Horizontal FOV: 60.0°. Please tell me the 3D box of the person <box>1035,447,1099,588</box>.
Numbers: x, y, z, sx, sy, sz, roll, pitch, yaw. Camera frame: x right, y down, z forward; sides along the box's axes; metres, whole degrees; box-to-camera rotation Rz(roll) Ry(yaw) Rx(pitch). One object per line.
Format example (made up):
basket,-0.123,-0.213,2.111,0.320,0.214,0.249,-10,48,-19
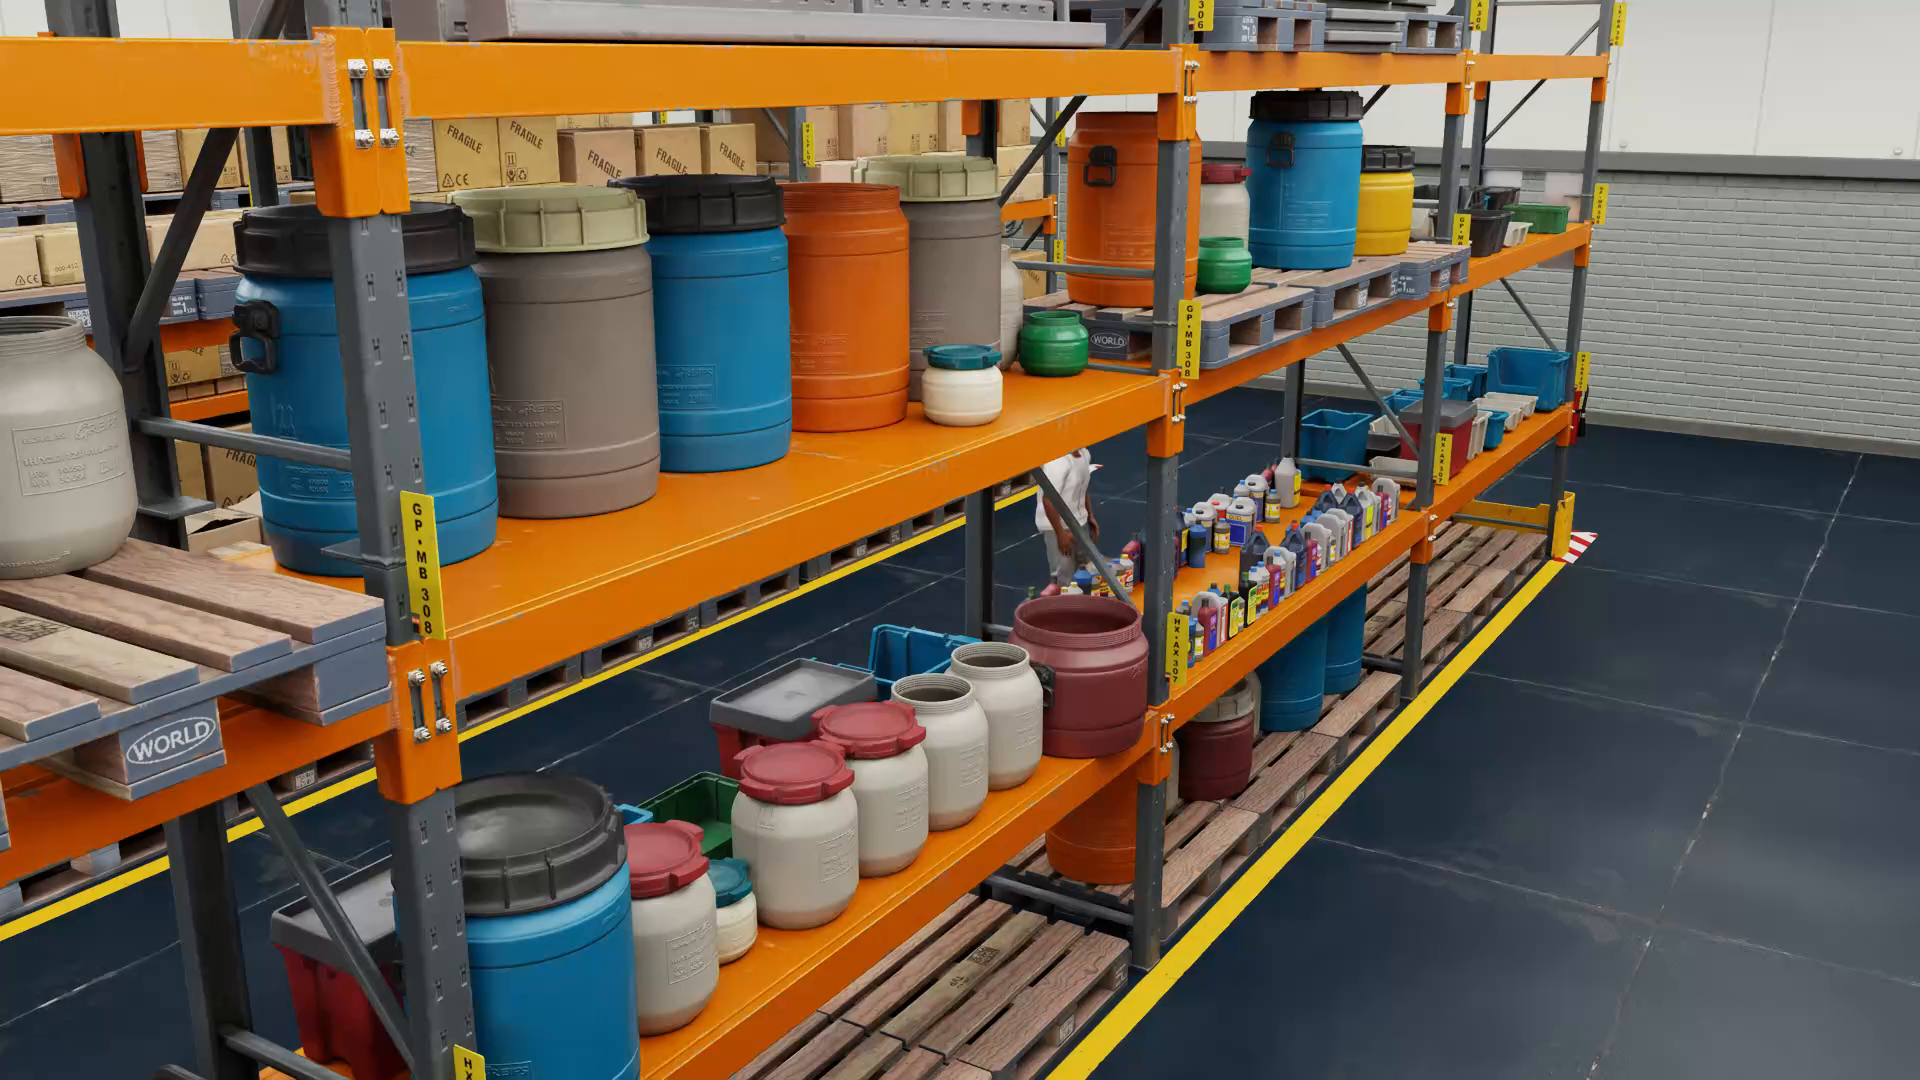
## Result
person,0.771,-0.099,11.838,0.435,1.764,0.594,9,18,29
